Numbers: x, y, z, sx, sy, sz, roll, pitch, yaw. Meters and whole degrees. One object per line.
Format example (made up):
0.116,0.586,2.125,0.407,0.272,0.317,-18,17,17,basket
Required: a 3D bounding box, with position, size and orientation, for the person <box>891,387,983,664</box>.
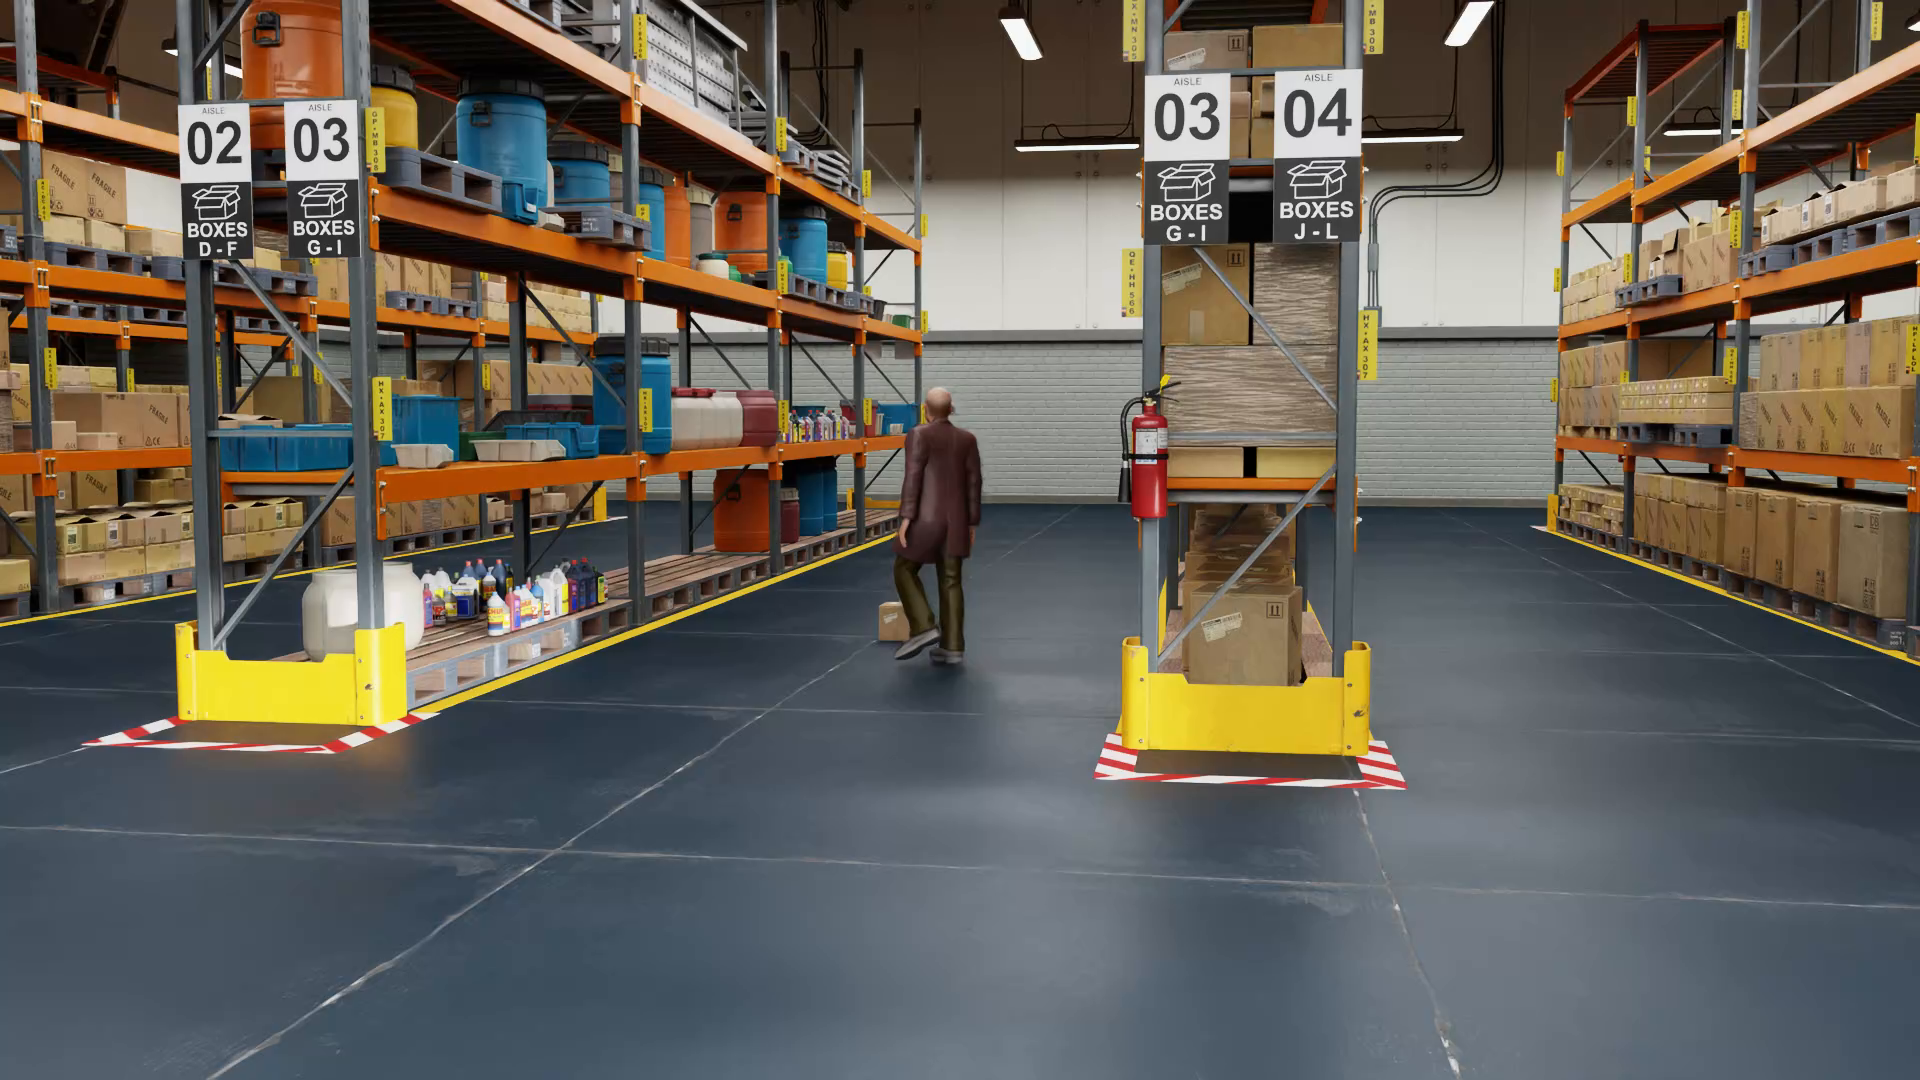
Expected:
-0.131,-0.102,10.701,0.637,1.761,0.551,-2,5,-27,person
